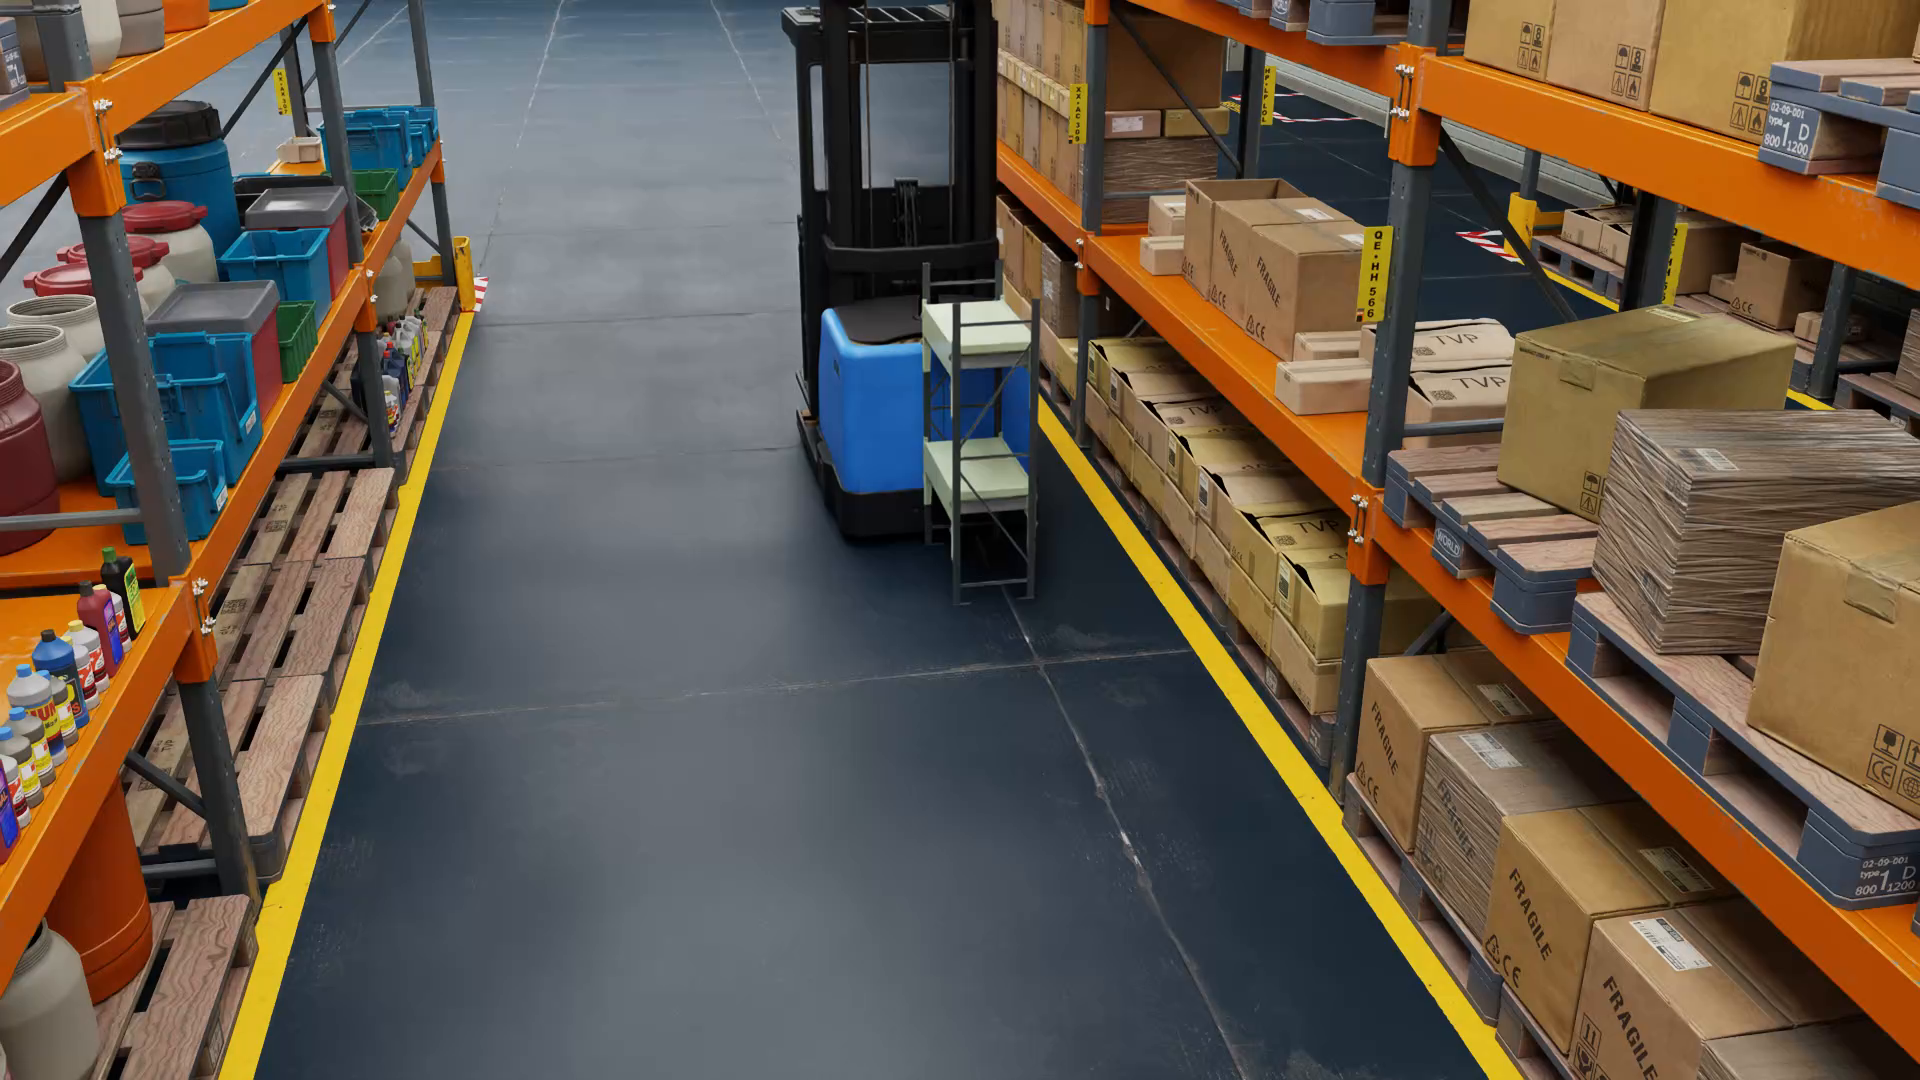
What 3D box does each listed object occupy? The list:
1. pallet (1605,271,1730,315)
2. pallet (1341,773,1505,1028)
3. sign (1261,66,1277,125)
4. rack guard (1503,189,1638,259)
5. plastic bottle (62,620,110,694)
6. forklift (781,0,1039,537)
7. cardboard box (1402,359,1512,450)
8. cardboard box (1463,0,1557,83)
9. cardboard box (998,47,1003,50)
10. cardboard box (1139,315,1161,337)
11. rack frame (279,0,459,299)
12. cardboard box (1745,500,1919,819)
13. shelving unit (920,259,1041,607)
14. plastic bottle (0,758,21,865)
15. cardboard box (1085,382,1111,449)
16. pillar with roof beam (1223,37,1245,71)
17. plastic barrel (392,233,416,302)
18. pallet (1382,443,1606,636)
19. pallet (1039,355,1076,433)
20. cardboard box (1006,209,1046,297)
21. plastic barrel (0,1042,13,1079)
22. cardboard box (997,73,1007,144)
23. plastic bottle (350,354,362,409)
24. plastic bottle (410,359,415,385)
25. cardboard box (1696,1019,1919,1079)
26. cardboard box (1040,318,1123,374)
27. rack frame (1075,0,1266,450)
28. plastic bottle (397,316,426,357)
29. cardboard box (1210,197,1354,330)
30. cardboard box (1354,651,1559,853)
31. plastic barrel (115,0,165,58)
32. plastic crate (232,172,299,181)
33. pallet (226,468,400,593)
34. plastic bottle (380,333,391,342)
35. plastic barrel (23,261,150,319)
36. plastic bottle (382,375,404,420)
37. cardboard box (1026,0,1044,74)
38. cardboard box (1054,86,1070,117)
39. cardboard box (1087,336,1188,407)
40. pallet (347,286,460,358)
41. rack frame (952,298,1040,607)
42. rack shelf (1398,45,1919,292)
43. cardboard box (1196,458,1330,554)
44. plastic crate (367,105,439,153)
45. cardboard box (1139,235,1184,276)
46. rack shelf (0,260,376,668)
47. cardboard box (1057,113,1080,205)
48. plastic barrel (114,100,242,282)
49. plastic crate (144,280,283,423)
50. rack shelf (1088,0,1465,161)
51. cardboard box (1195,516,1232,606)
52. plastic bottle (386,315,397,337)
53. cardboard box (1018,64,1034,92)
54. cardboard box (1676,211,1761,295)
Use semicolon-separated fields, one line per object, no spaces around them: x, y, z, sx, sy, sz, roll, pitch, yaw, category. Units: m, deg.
5.681;-1.811;12.634;1.003;0.211;1.213;-4;24;-10;pallet
2.042;1.169;5.810;1.003;0.211;1.213;-4;24;-10;pallet
1.733;-2.517;9.418;0.100;0.325;0.005;-4;24;-10;sign
5.343;-2.745;14.410;1.175;0.500;0.348;-4;24;-10;rack guard
-2.388;0.316;4.528;0.097;0.201;0.097;0;24;0;plastic bottle
-0.388;-1.923;9.490;1.130;2.935;3.031;-5;24;-11;forklift
1.916;-0.511;6.283;0.500;0.311;0.500;-3;24;-6;cardboard box
2.055;-1.657;4.923;0.910;0.500;0.500;-4;24;-10;cardboard box
0.419;-3.523;12.134;0.380;0.149;0.250;-4;24;-10;cardboard box
1.423;-1.460;10.320;0.500;0.500;0.500;-4;24;-10;cardboard box
-4.407;-3.187;12.299;1.000;3.000;0.127;-4;24;-10;rack frame
2.293;0.239;3.805;0.700;0.500;0.500;-11;26;-23;cardboard box
0.089;-0.529;8.086;0.431;1.500;0.755;-5;24;-11;shelving unit
-2.222;0.590;3.797;0.061;0.283;0.133;-4;24;-10;plastic bottle
1.032;-0.734;9.594;0.500;0.250;0.500;-5;24;-11;cardboard box
-0.141;-10.860;22.372;9.100;9.000;0.400;-4;24;-10;pillar with roof beam
-4.210;-1.986;12.134;0.421;0.512;0.421;0;24;0;plastic barrel
2.135;-0.056;5.370;1.213;0.211;1.003;-4;24;-10;pallet
1.095;-1.017;10.814;1.003;0.211;1.213;-4;24;-10;pallet
0.617;-2.011;11.580;0.500;0.500;0.500;-4;24;-10;cardboard box
-2.612;1.508;4.038;0.600;0.588;0.708;-4;24;-10;plastic barrel
0.637;-3.207;12.221;0.700;0.500;0.500;-4;24;-8;cardboard box
-3.551;-0.939;9.912;0.144;0.351;0.185;-4;24;-10;plastic bottle
-3.473;-1.068;10.395;0.097;0.201;0.097;0;24;0;plastic bottle
2.132;1.547;4.035;0.500;0.500;0.500;-4;24;-9;cardboard box
0.818;-1.275;10.832;0.500;0.250;0.500;-4;24;-10;cardboard box
1.201;-1.979;9.533;1.000;3.000;0.127;-4;24;-10;rack frame
-3.617;-1.349;10.945;0.152;0.276;0.135;-4;24;-9;plastic bottle
1.517;-1.317;7.893;0.500;0.500;0.500;-4;24;-10;cardboard box
1.744;0.739;5.885;0.500;0.500;0.500;-3;24;-7;cardboard box
-2.866;-1.984;5.170;0.600;0.901;0.600;0;24;0;plastic barrel
-4.139;-1.961;9.678;0.499;0.251;0.616;-4;24;-10;plastic crate
-3.484;-0.030;8.554;1.003;0.211;1.213;-4;24;-10;pallet
-3.711;-1.244;10.797;0.097;0.201;0.097;0;24;0;plastic bottle
-3.490;-0.825;6.721;0.433;0.535;0.433;0;24;0;plastic barrel
-3.382;-0.850;9.802;0.152;0.276;0.135;-3;24;-8;plastic bottle
0.834;-3.385;11.008;0.700;0.500;0.500;-4;24;-10;cardboard box
0.796;-2.716;10.287;0.380;0.149;0.250;-4;24;-10;cardboard box
1.033;-0.987;9.473;0.500;0.311;0.500;-4;24;-10;cardboard box
-4.202;-1.563;12.065;1.003;0.211;1.213;-4;24;-10;pallet
0.163;-0.385;7.758;0.400;1.500;0.023;-5;24;-11;rack frame
2.311;-0.664;3.673;1.077;0.370;4.000;-4;24;-10;rack shelf
1.409;-0.185;7.637;0.500;0.311;0.500;-4;24;-10;cardboard box
-4.021;-2.944;11.929;0.499;0.251;0.616;-4;24;-10;plastic crate
1.164;-1.500;8.751;0.380;0.149;0.250;-4;24;-10;cardboard box
-3.298;-0.497;7.040;1.077;0.370;4.000;-4;24;-10;rack shelf
1.009;-2.406;10.386;0.700;0.500;0.500;-5;24;-10;cardboard box
-3.894;-1.669;8.197;0.600;0.901;0.708;-4;24;-10;plastic barrel
-2.926;-0.728;6.589;0.402;0.464;0.583;-4;24;-10;plastic crate
1.571;-2.237;7.275;1.077;0.370;4.000;-4;24;-10;rack shelf
1.415;0.073;7.746;0.500;0.250;0.500;-4;24;-9;cardboard box
-3.722;-1.345;10.925;0.061;0.283;0.133;-4;24;-10;plastic bottle
0.606;-3.120;11.211;0.380;0.149;0.250;-4;24;-9;cardboard box
5.560;-2.181;12.570;0.700;0.500;0.500;-6;24;-13;cardboard box
